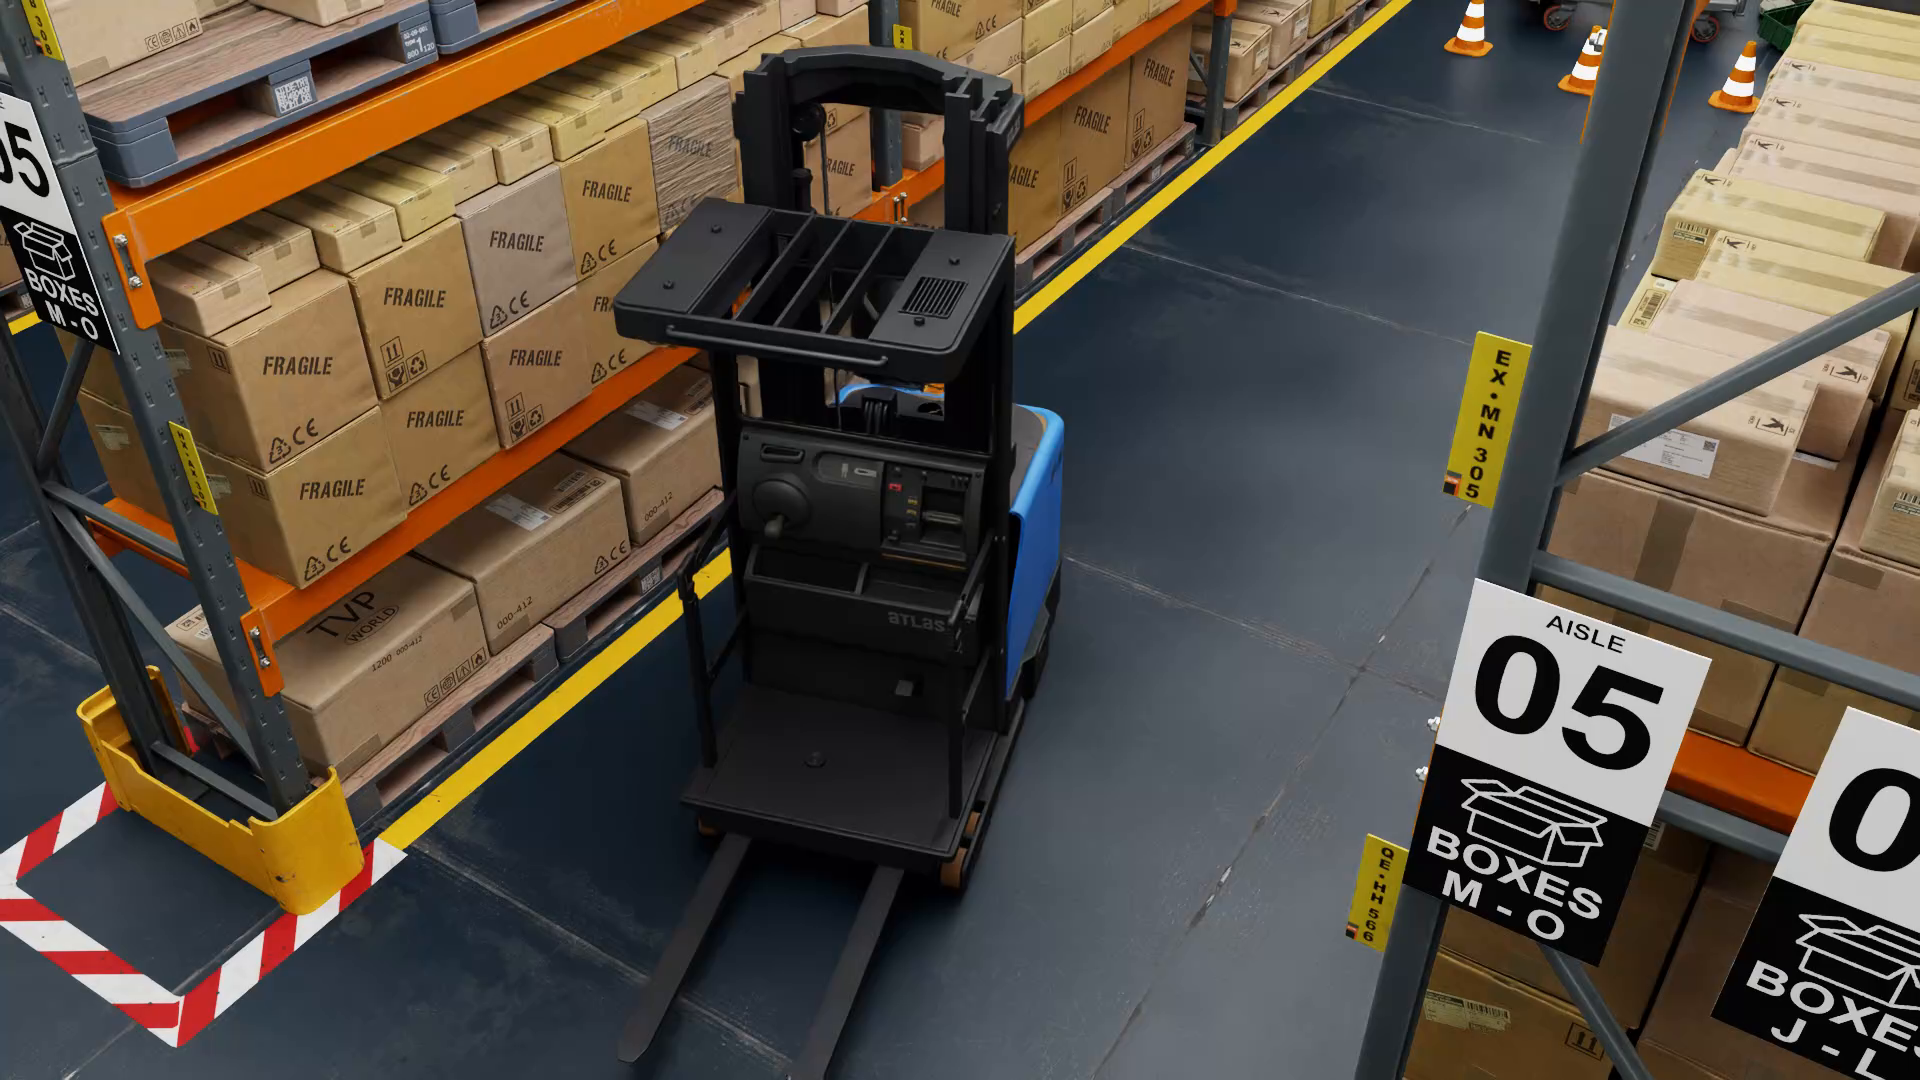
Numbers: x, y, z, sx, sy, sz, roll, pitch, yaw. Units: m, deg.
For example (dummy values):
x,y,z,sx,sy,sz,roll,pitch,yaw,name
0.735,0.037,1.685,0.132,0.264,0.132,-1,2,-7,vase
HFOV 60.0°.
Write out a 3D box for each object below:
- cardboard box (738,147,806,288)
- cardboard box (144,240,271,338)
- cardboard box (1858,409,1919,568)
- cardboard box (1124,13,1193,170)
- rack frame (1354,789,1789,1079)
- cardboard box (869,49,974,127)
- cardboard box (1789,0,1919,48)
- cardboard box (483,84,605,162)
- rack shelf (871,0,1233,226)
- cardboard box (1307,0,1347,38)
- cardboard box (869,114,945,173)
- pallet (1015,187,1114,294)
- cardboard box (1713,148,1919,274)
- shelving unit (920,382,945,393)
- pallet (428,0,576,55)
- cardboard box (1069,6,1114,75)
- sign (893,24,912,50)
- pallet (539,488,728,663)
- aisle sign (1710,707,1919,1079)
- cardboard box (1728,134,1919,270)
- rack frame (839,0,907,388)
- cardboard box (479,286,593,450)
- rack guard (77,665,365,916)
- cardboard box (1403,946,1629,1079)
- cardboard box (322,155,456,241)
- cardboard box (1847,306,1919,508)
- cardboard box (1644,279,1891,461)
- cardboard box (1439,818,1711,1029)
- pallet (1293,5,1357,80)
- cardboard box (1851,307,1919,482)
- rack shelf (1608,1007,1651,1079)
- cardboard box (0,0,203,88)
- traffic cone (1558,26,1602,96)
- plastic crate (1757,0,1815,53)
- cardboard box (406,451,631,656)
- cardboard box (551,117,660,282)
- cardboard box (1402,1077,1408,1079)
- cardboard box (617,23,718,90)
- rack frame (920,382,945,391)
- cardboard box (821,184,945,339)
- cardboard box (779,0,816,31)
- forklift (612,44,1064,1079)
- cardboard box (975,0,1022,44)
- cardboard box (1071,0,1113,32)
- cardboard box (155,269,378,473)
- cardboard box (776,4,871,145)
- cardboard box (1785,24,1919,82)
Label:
x,y,z,sx,sy,sz,roll,pitch,yaw,name
-1.045,-1.546,7.656,0.500,0.500,0.500,20,42,24,cardboard box
-2.461,-0.819,5.363,0.380,0.149,0.250,22,43,26,cardboard box
1.715,-0.044,2.720,0.380,0.149,0.250,21,42,25,cardboard box
0.961,-3.154,11.221,0.875,0.875,0.875,21,42,25,cardboard box
1.349,1.533,3.744,1.000,3.000,0.127,21,42,25,rack frame
-0.268,-2.369,8.520,0.500,0.250,0.500,20,42,24,cardboard box
2.387,-1.281,4.324,0.380,0.149,0.250,23,43,27,cardboard box
-1.594,-1.605,6.382,0.380,0.149,0.250,20,42,24,cardboard box
0.330,-2.842,10.009,1.077,0.370,4.000,21,42,25,rack shelf
2.512,-4.344,13.176,0.950,0.372,0.625,23,43,27,cardboard box
-0.283,-2.177,8.680,0.500,0.250,0.500,20,42,24,cardboard box
0.261,-2.046,10.670,1.003,0.211,1.213,21,42,25,pallet
1.931,-0.642,3.821,0.500,0.250,0.500,22,43,26,cardboard box
-0.029,-0.388,7.833,0.215,1.050,0.252,21,42,25,shelving unit
-1.843,-2.204,6.208,1.003,0.211,1.213,21,42,25,pallet
0.557,-2.958,9.693,0.500,0.250,0.500,20,42,24,cardboard box
-0.272,-2.290,7.929,0.100,0.325,0.005,21,42,25,sign
-1.868,0.006,8.009,1.003,0.211,1.213,21,42,25,pallet
1.563,0.639,2.774,0.394,0.787,0.004,21,42,25,aisle sign
1.868,-0.729,3.608,0.380,0.149,0.250,20,42,24,cardboard box
-0.742,-2.096,8.452,1.000,3.000,0.127,21,42,25,rack frame
-1.850,-0.753,6.628,0.500,0.500,0.500,21,42,25,cardboard box
-2.898,0.968,6.524,1.175,0.500,0.348,21,42,25,rack guard
1.373,1.060,4.032,0.500,0.500,0.500,22,43,26,cardboard box
-2.019,-1.216,5.877,0.380,0.149,0.250,20,42,24,cardboard box
2.083,-0.204,3.254,0.500,0.250,0.500,21,42,25,cardboard box
1.476,-0.321,3.079,0.380,0.149,0.250,22,43,26,cardboard box
1.384,0.662,3.729,0.500,0.500,0.500,20,42,24,cardboard box
2.476,-4.083,13.313,1.003,0.211,1.213,21,42,25,pallet
2.356,-0.283,3.766,0.500,0.250,0.500,20,42,24,cardboard box
2.421,0.787,5.301,1.077,0.370,4.000,21,42,25,rack shelf
-2.720,-1.630,5.087,0.500,0.250,0.500,17,41,21,cardboard box
4.751,-3.642,12.535,0.336,0.463,0.334,21,42,25,traffic cone
6.765,-4.081,13.282,0.662,0.188,0.450,-18,51,-22,plastic crate
-2.132,-0.033,7.530,0.875,0.438,0.875,22,43,26,cardboard box
-1.580,-1.418,6.671,0.500,0.500,0.500,21,42,25,cardboard box
1.285,1.372,4.159,0.380,0.149,0.250,21,42,25,cardboard box
-1.237,-2.023,6.925,0.380,0.149,0.250,21,42,25,cardboard box
-0.094,-0.325,7.752,0.200,1.050,0.008,21,42,25,rack frame
-0.477,-1.767,9.421,0.875,0.875,0.875,23,43,26,cardboard box
-0.871,-2.425,7.447,0.380,0.149,0.250,22,43,26,cardboard box
-0.423,-0.081,5.894,1.130,2.935,3.031,10,39,12,forklift
-0.014,-2.936,8.640,0.500,0.500,0.500,21,42,25,cardboard box
0.550,-3.160,9.545,0.500,0.250,0.500,20,42,24,cardboard box
-2.387,-0.624,5.641,0.500,0.500,0.500,20,42,24,cardboard box
-0.761,-2.198,7.683,0.500,0.500,0.500,21,42,25,cardboard box
2.258,-1.142,4.144,0.380,0.149,0.250,20,42,24,cardboard box
